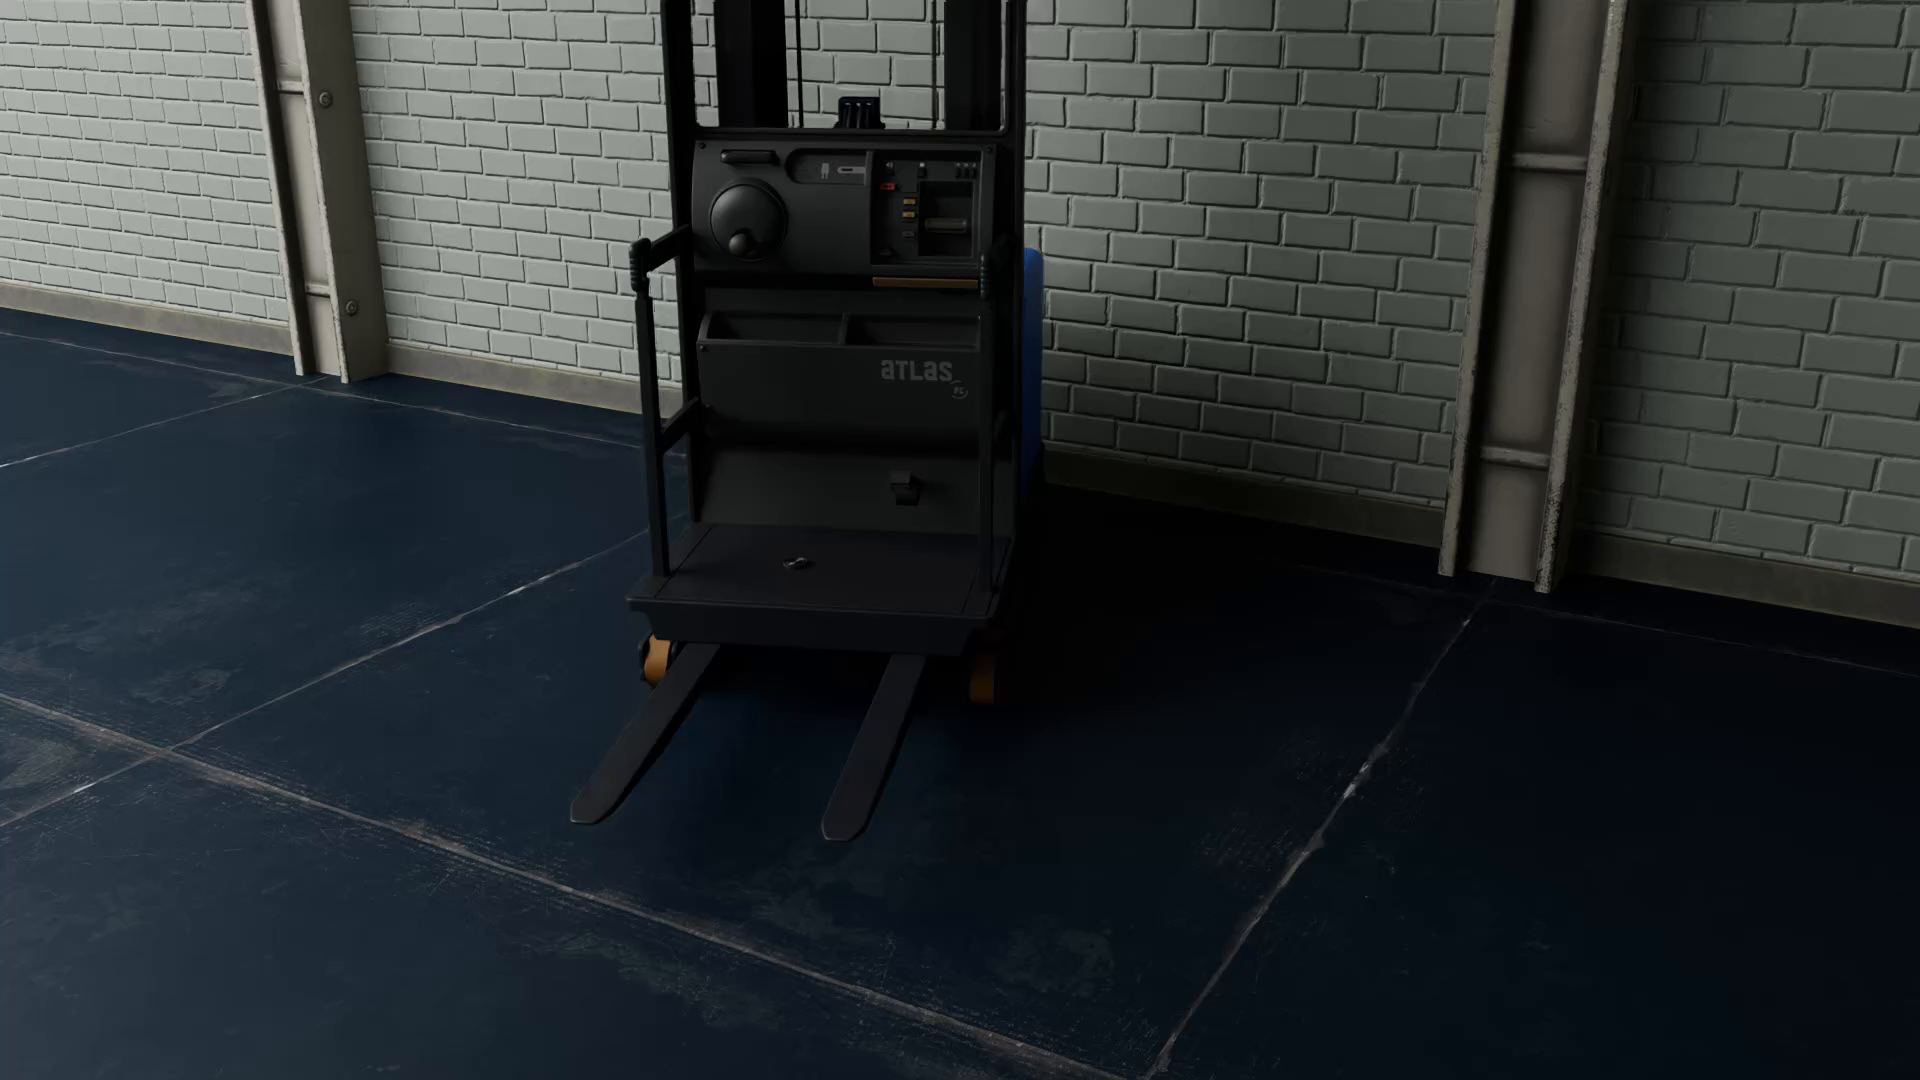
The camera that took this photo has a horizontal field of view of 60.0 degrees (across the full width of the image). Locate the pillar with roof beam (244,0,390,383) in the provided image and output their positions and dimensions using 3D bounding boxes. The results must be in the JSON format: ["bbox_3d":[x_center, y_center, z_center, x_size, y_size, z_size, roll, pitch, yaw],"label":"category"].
[{"bbox_3d":[-5.359,-3.836,3.745,0.400,9.000,9.100,11,23,27],"label":"pillar with roof beam"}]

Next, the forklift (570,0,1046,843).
[{"bbox_3d":[-0.379,-1.005,4.839,1.130,2.935,3.031,3,20,7],"label":"forklift"}]

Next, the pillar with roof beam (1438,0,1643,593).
[{"bbox_3d":[-0.121,-2.839,0.994,0.400,9.000,9.100,11,23,27],"label":"pillar with roof beam"}]
